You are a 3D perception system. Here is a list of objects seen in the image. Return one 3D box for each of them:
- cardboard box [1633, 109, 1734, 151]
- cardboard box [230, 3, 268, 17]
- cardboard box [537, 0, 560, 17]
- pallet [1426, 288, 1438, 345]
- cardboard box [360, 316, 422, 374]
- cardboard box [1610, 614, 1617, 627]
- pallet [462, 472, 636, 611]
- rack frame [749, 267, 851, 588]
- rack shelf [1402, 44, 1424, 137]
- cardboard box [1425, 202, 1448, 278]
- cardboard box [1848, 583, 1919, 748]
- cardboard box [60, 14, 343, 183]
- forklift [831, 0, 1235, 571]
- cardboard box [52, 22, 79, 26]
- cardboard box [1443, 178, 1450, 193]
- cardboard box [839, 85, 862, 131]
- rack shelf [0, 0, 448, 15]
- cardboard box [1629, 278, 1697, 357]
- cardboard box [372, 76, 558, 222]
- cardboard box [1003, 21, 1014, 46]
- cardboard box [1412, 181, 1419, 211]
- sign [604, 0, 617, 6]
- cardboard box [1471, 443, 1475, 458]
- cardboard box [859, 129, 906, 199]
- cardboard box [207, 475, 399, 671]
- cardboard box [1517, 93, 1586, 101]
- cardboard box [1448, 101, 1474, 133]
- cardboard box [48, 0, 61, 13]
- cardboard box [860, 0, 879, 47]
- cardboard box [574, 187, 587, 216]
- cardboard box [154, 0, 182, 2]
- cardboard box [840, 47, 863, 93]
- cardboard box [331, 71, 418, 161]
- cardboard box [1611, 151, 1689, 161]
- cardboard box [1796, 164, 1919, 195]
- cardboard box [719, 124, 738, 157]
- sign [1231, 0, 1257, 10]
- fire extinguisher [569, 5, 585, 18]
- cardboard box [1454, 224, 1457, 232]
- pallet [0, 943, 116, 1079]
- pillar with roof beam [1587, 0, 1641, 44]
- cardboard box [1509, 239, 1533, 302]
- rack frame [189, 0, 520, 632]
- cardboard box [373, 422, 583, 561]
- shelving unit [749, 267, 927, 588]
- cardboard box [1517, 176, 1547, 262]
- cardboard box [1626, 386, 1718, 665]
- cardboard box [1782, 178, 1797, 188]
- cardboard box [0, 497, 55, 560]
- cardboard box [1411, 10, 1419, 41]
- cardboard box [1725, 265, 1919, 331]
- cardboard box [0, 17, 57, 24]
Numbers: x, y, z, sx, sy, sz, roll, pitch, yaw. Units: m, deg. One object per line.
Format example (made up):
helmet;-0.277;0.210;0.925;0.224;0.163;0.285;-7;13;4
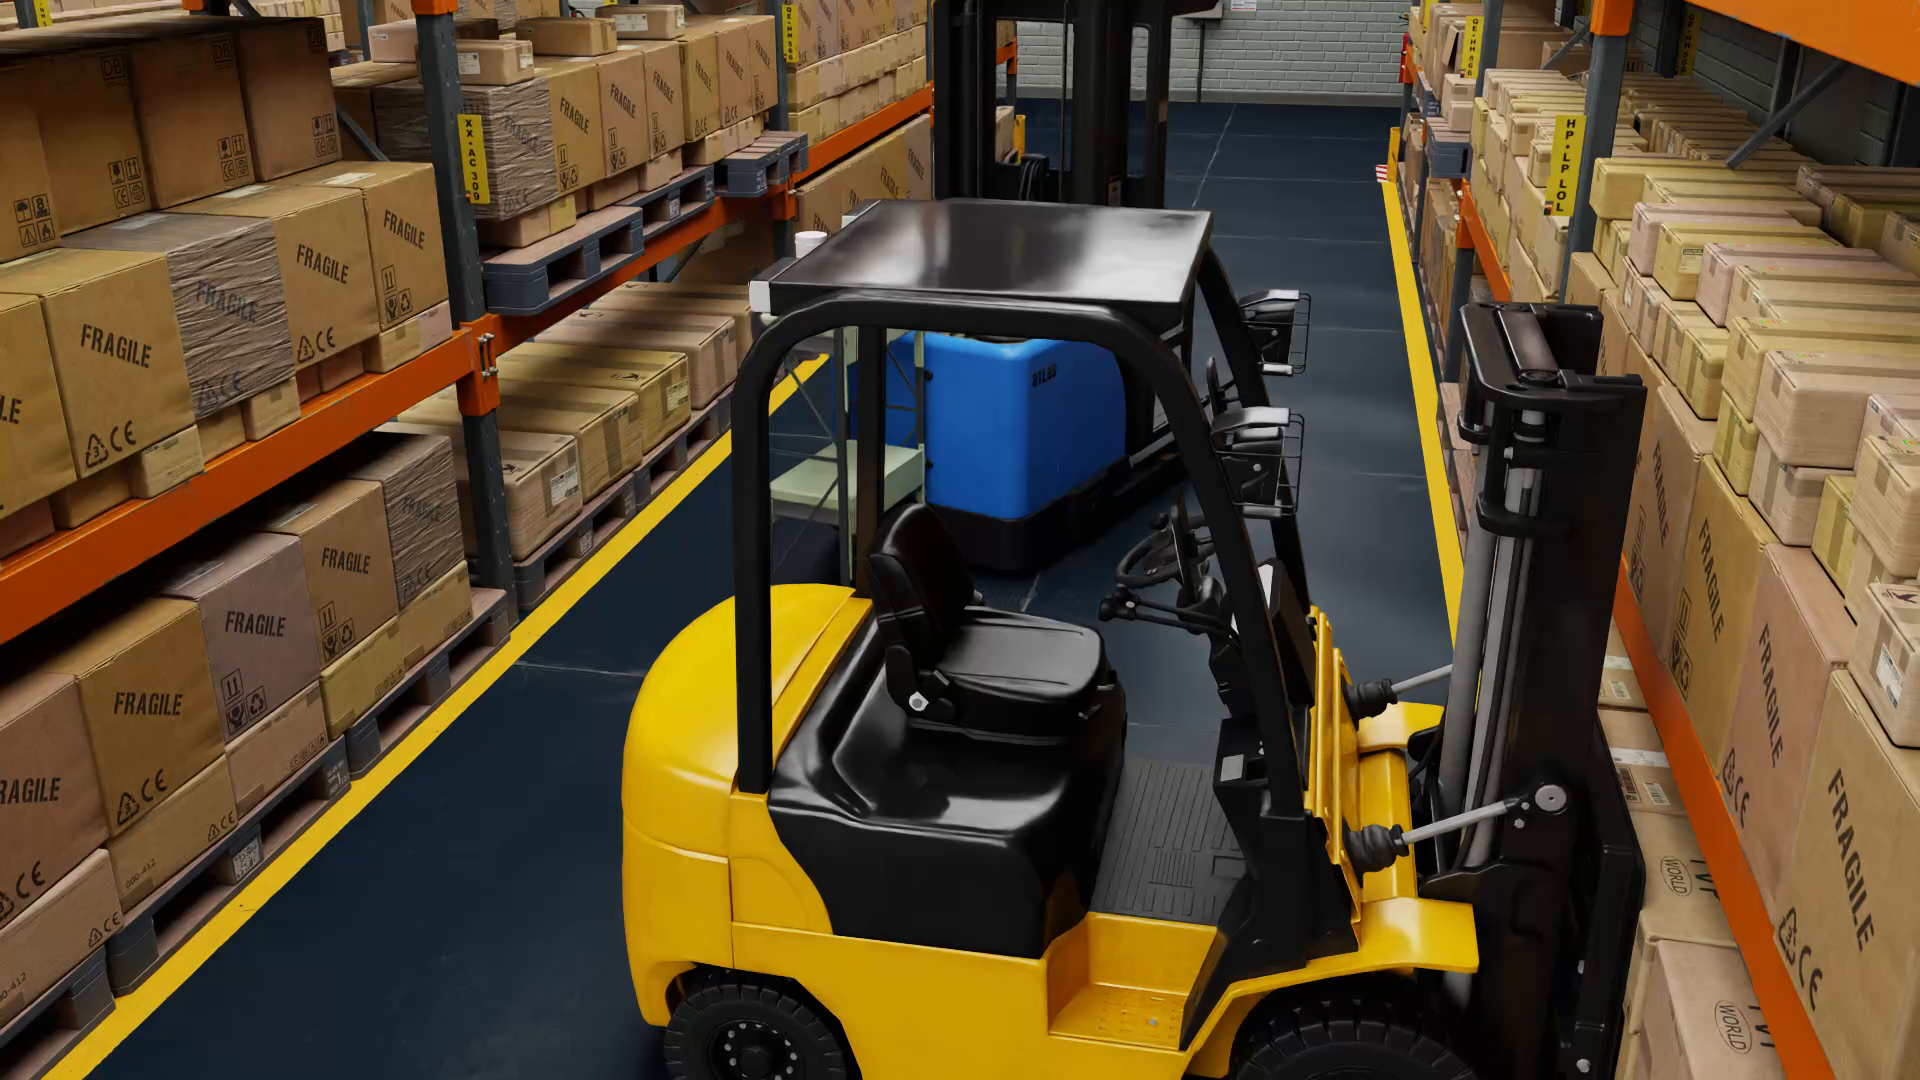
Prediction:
cardboard box;3.162;-1.794;7.290;0.380;0.149;0.250;5;22;12
cardboard box;-5.692;-4.138;13.092;0.380;0.149;0.250;4;22;9
cardboard box;-4.609;-5.787;17.676;0.500;0.500;0.500;5;22;12
pallet;3.765;-1.565;11.458;1.003;0.211;1.213;4;22;11
cardboard box;-2.163;-0.709;5.935;0.380;0.149;0.250;5;22;12
cardboard box;1.988;0.275;4.935;0.500;0.250;0.500;4;22;11
pallet;-2.194;-0.049;7.694;1.003;0.211;1.213;4;22;11
rack frame;-0.635;-0.335;6.679;0.400;1.500;0.023;9;24;22
rack shelf;4.549;-4.004;14.744;1.077;0.370;4.000;4;22;11
cardboard box;3.617;-2.105;11.848;0.500;0.500;0.500;4;22;9
cardboard box;1.512;0.191;2.363;0.380;0.149;0.250;5;22;12
cardboard box;-2.653;-1.562;5.846;0.700;0.500;0.500;4;22;10
forklift;0.597;-1.726;8.215;1.130;2.935;3.031;13;25;29
cardboard box;-6.066;-3.468;11.428;0.380;0.149;0.250;4;22;9
cardboard box;3.785;-2.630;12.284;0.380;0.149;0.250;3;22;8
cardboard box;-0.989;-2.992;11.467;0.500;0.250;0.500;5;23;13
rack shelf;-2.760;-1.384;4.223;1.077;0.370;4.000;4;22;11
cardboard box;1.931;-0.559;4.224;0.380;0.149;0.250;4;22;10
cardboard box;-1.975;-1.587;6.684;0.500;0.500;0.500;5;22;12
cardboard box;0.258;-5.296;16.856;0.500;0.500;0.500;5;22;11
cardboard box;4.040;-2.890;14.112;0.396;0.266;0.258;5;23;13
sign;-2.079;-3.099;9.983;0.100;0.325;0.005;4;22;11
cardboard box;3.058;-0.770;8.368;0.875;0.625;0.625;5;23;13
cardboard box;-0.944;-2.629;12.649;0.875;0.875;0.875;5;22;12
cardboard box;-2.312;0.098;5.710;0.500;0.500;0.500;5;22;12
cardboard box;2.828;-2.013;7.834;0.380;0.149;0.250;5;22;11
cardboard box;3.083;-2.492;9.799;0.380;0.149;0.250;5;22;12
cardboard box;-9.753;-5.511;17.324;0.500;0.250;0.500;4;22;11
cardboard box;-0.876;-3.747;11.671;0.500;0.500;0.500;5;22;12
cardboard box;-1.887;-1.514;7.373;0.380;0.149;0.250;6;23;14
cardboard box;-6.275;-4.282;13.449;0.380;0.149;0.250;4;22;10
cardboard box;-0.970;-3.220;11.365;0.500;0.250;0.500;4;22;11
cardboard box;-2.482;-1.624;6.776;0.500;0.500;0.500;4;22;10
cardboard box;2.497;-1.351;6.192;0.380;0.149;0.250;4;22;11
cardboard box;2.739;-1.026;4.987;0.380;0.149;0.250;5;22;11
cardboard box;-1.422;-2.171;9.002;0.380;0.149;0.250;3;22;8
sign;3.777;-7.291;22.069;0.329;0.494;0.001;4;22;11
fire extinguisher;-4.266;-5.635;18.433;0.296;0.674;0.183;4;22;11
cardboard box;3.300;-1.875;10.410;0.380;0.149;0.250;4;22;9
pallet;-2.952;1.376;4.154;1.003;0.211;1.213;4;22;11
pillar with roof beam;0.951;-6.904;12.950;9.100;9.000;0.400;4;22;11
cardboard box;2.452;-1.000;6.522;0.500;0.250;0.500;4;22;11
rack frame;-2.351;-1.058;6.465;1.000;3.000;0.127;4;22;11
cardboard box;-2.247;-0.226;7.355;0.950;0.372;0.625;5;22;12
shelving unit;-0.487;-0.460;6.989;0.431;1.500;0.755;9;24;22
cardboard box;2.456;-1.231;6.427;0.500;0.250;0.500;4;22;10
cardboard box;1.847;-0.026;3.768;0.500;0.500;0.500;5;22;11
cardboard box;2.790;-1.140;5.668;0.380;0.149;0.250;4;22;10
cardboard box;-2.613;-0.059;4.321;0.380;0.149;0.250;5;23;13
cardboard box;4.498;-4.808;15.580;0.500;0.250;0.500;5;22;11
cardboard box;1.934;-0.503;3.686;0.380;0.149;0.250;5;22;11
cardboard box;-6.644;-3.617;11.798;0.380;0.149;0.250;5;23;13
